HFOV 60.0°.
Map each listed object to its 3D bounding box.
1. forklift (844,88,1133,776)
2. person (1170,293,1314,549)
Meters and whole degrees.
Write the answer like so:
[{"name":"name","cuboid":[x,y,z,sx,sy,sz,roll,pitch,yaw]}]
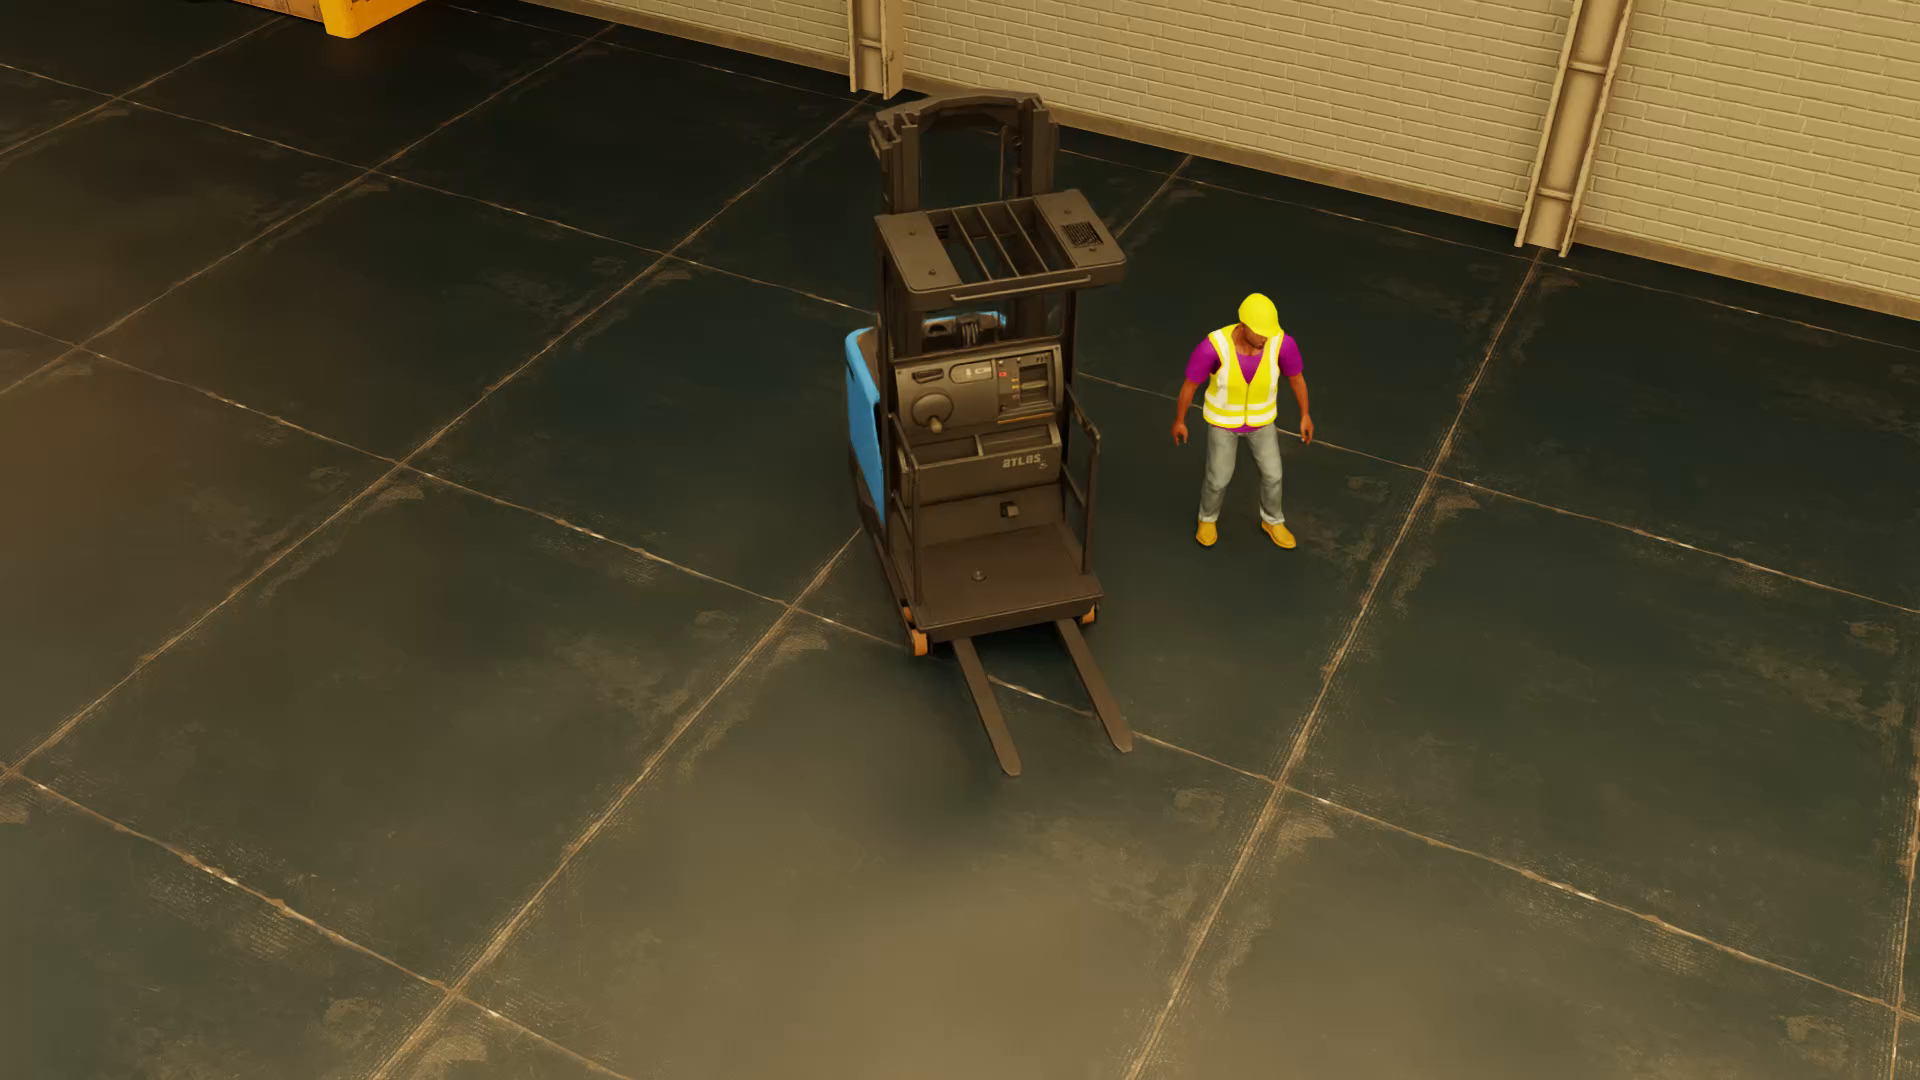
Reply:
[{"name":"forklift","cuboid":[0.169,-0.743,8.868,1.130,2.935,3.031,-10,41,-12]},{"name":"person","cuboid":[1.659,-0.697,9.740,0.816,1.740,0.415,-4,40,-4]}]
